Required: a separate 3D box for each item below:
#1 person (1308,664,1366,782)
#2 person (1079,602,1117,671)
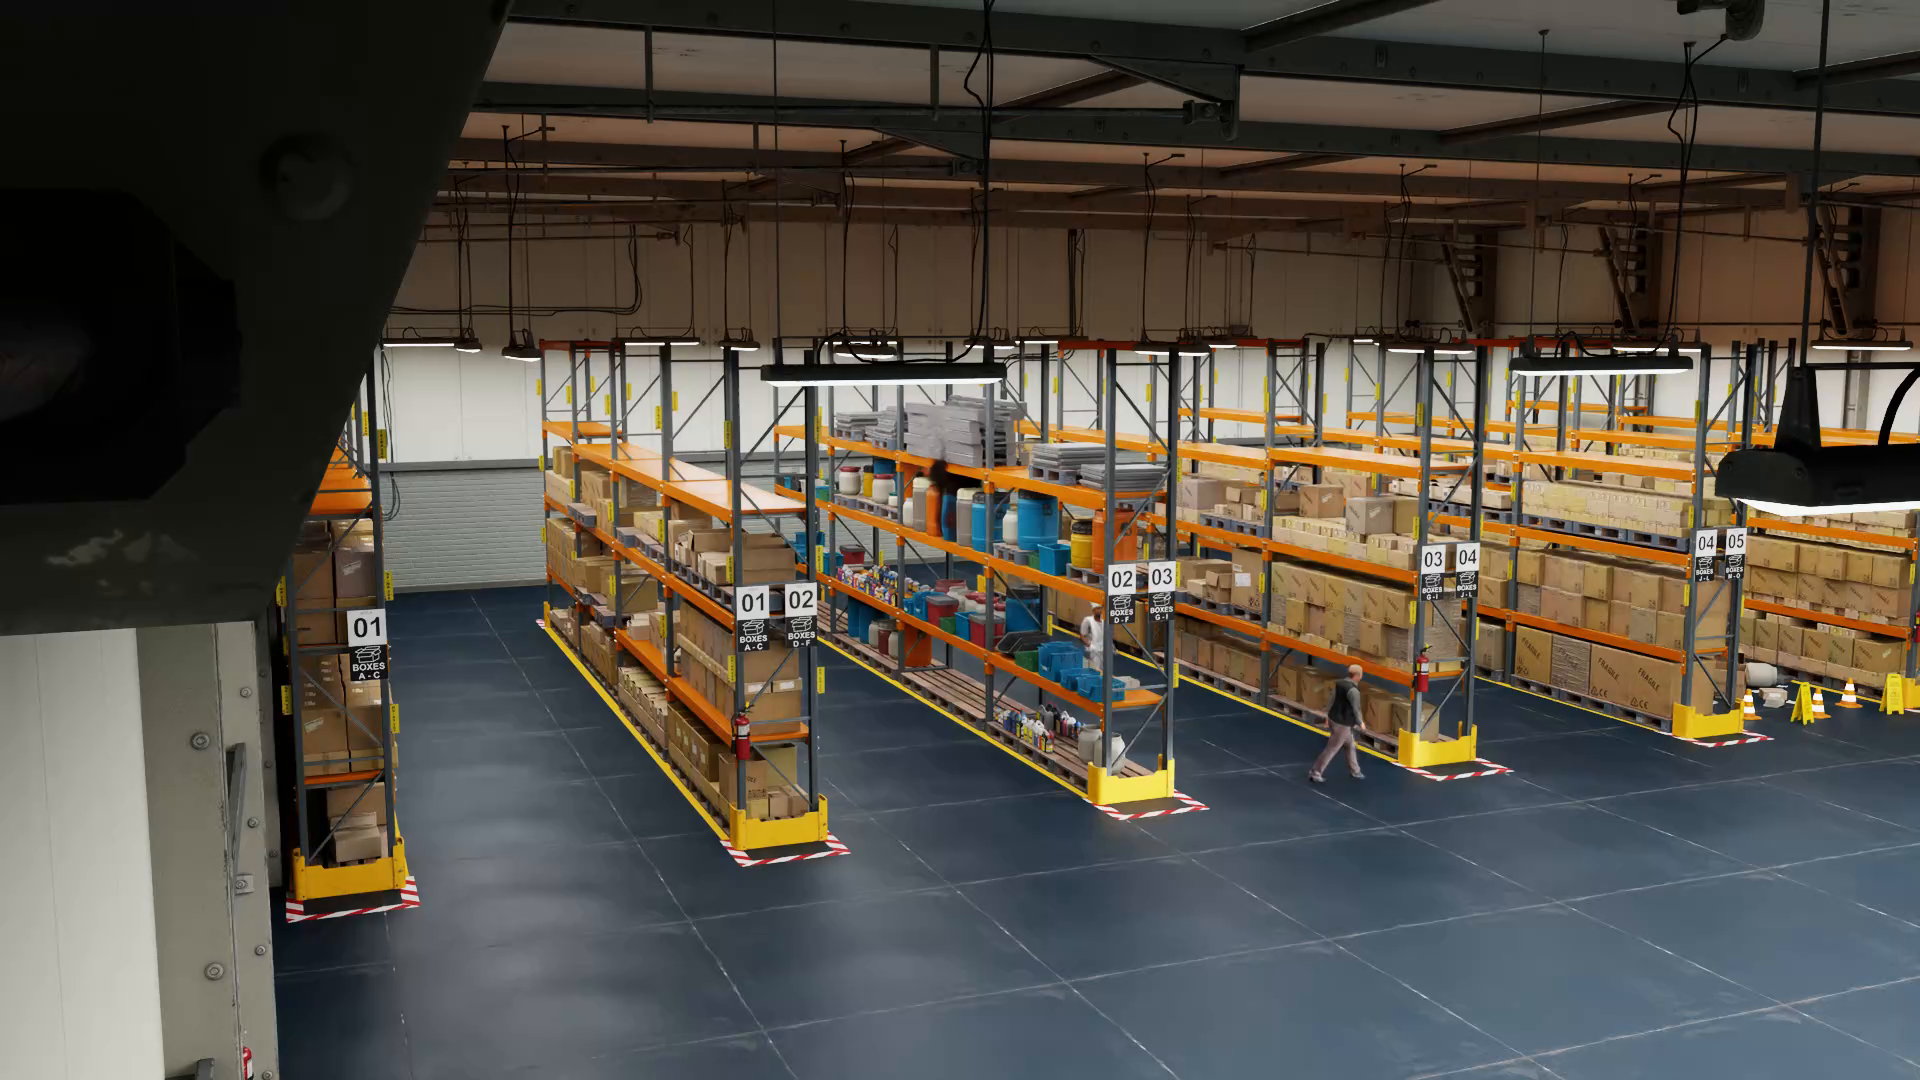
[{"bbox_3d":[5.245,2.547,22.906,0.923,1.710,0.642,0,7,-3],"label":"person"},{"bbox_3d":[2.311,1.854,27.911,0.674,1.725,0.630,-4,9,-31],"label":"person"}]
